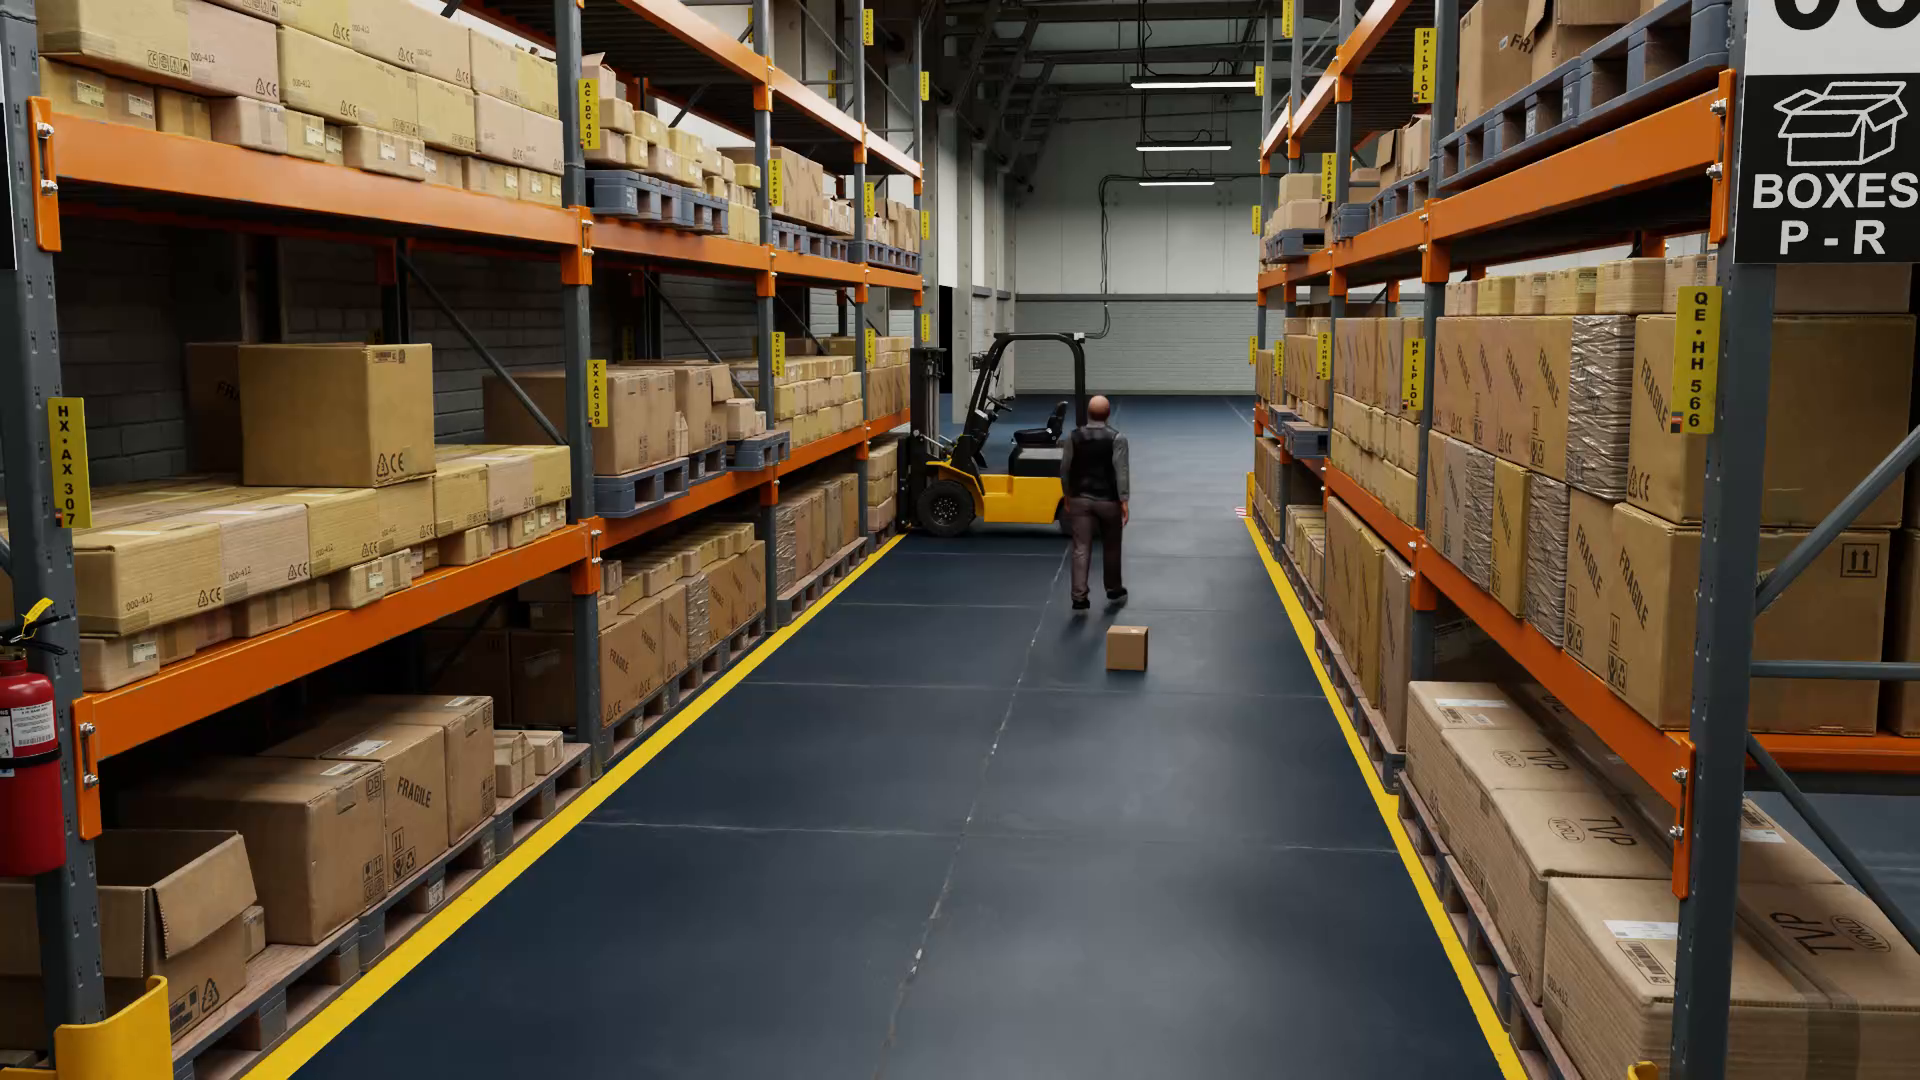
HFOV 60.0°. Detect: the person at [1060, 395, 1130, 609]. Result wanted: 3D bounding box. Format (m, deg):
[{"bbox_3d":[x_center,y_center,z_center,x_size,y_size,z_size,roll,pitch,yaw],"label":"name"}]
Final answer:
[{"bbox_3d":[1.090,-0.320,13.207,0.568,1.663,1.015,2,8,12],"label":"person"}]
